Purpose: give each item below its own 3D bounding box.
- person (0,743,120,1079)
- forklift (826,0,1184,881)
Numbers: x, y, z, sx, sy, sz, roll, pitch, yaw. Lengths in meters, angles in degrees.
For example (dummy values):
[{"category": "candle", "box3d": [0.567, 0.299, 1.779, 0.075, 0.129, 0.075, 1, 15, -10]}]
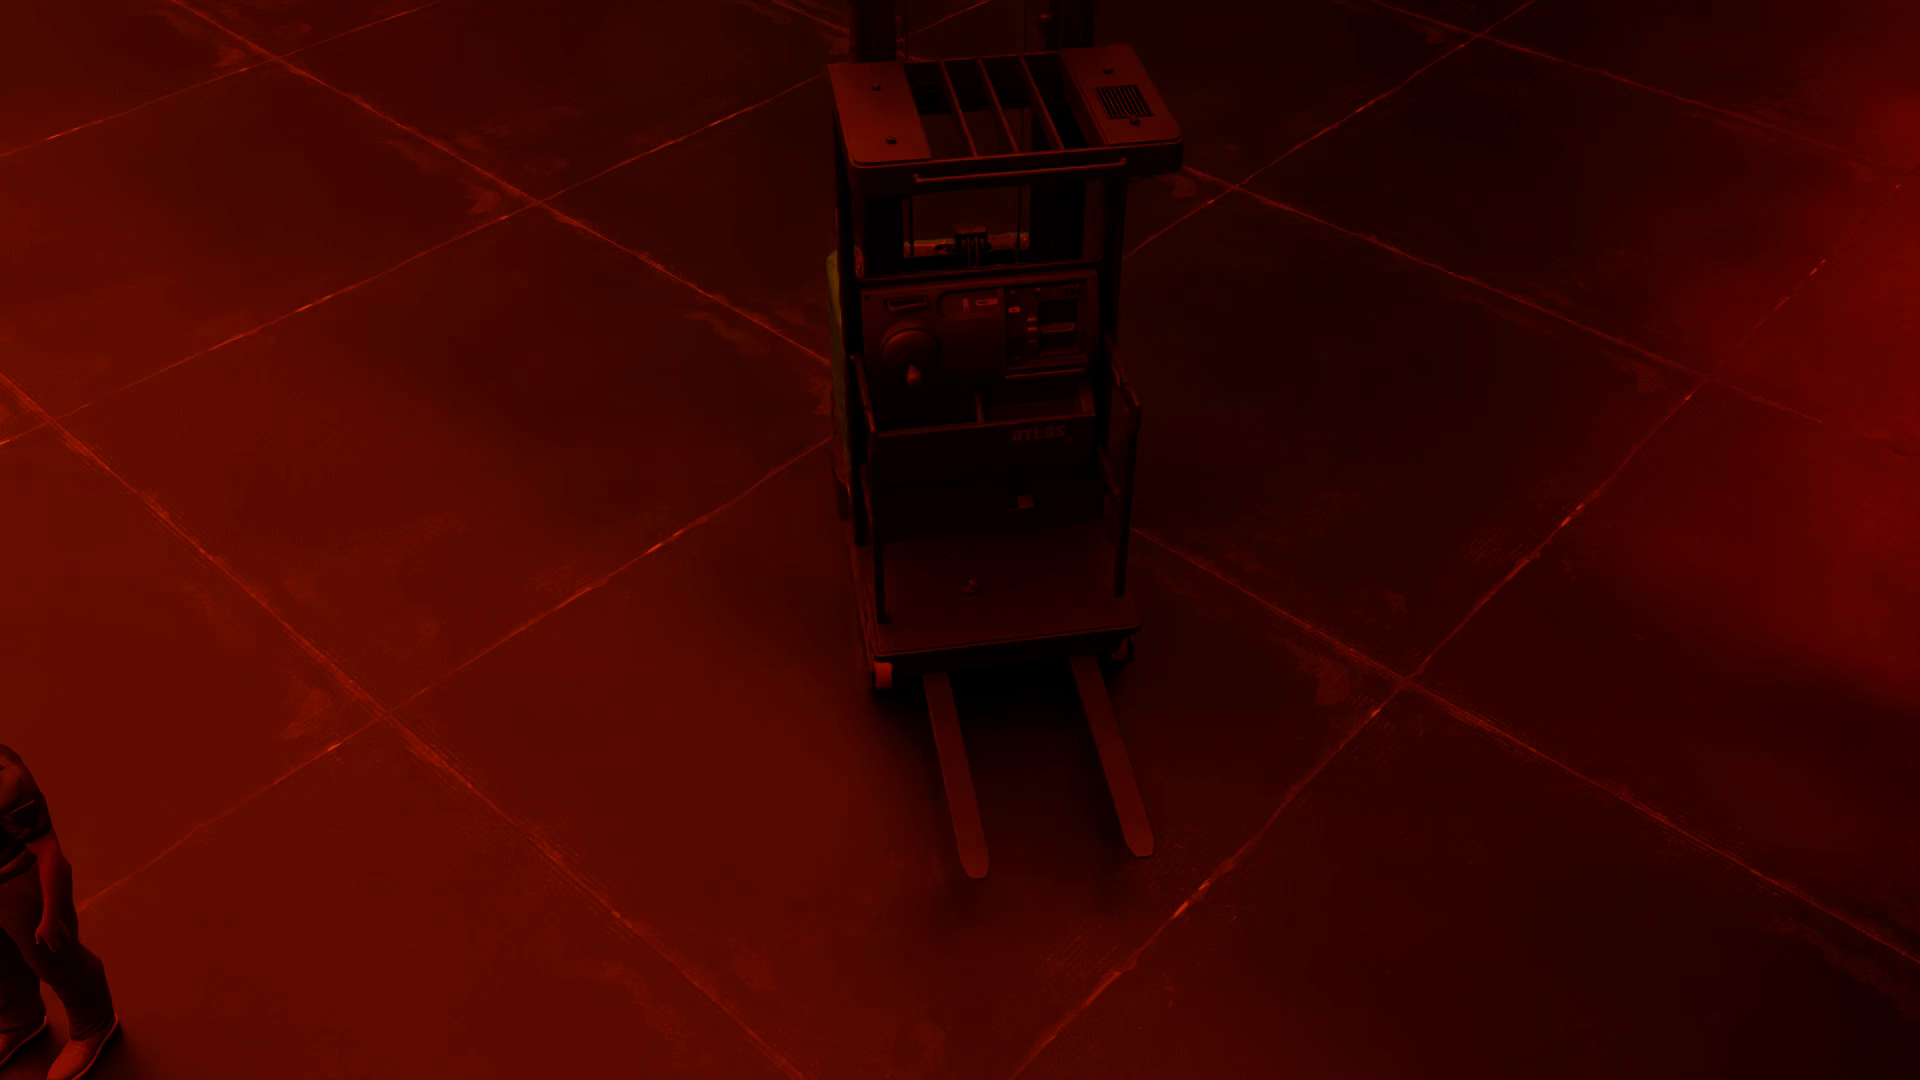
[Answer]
[{"category": "person", "box3d": [-3.004, 1.102, 5.113, 0.570, 1.654, 0.504, 18, 44, 20]}, {"category": "forklift", "box3d": [0.121, -0.740, 6.290, 1.130, 2.935, 3.031, -6, 41, -7]}]
